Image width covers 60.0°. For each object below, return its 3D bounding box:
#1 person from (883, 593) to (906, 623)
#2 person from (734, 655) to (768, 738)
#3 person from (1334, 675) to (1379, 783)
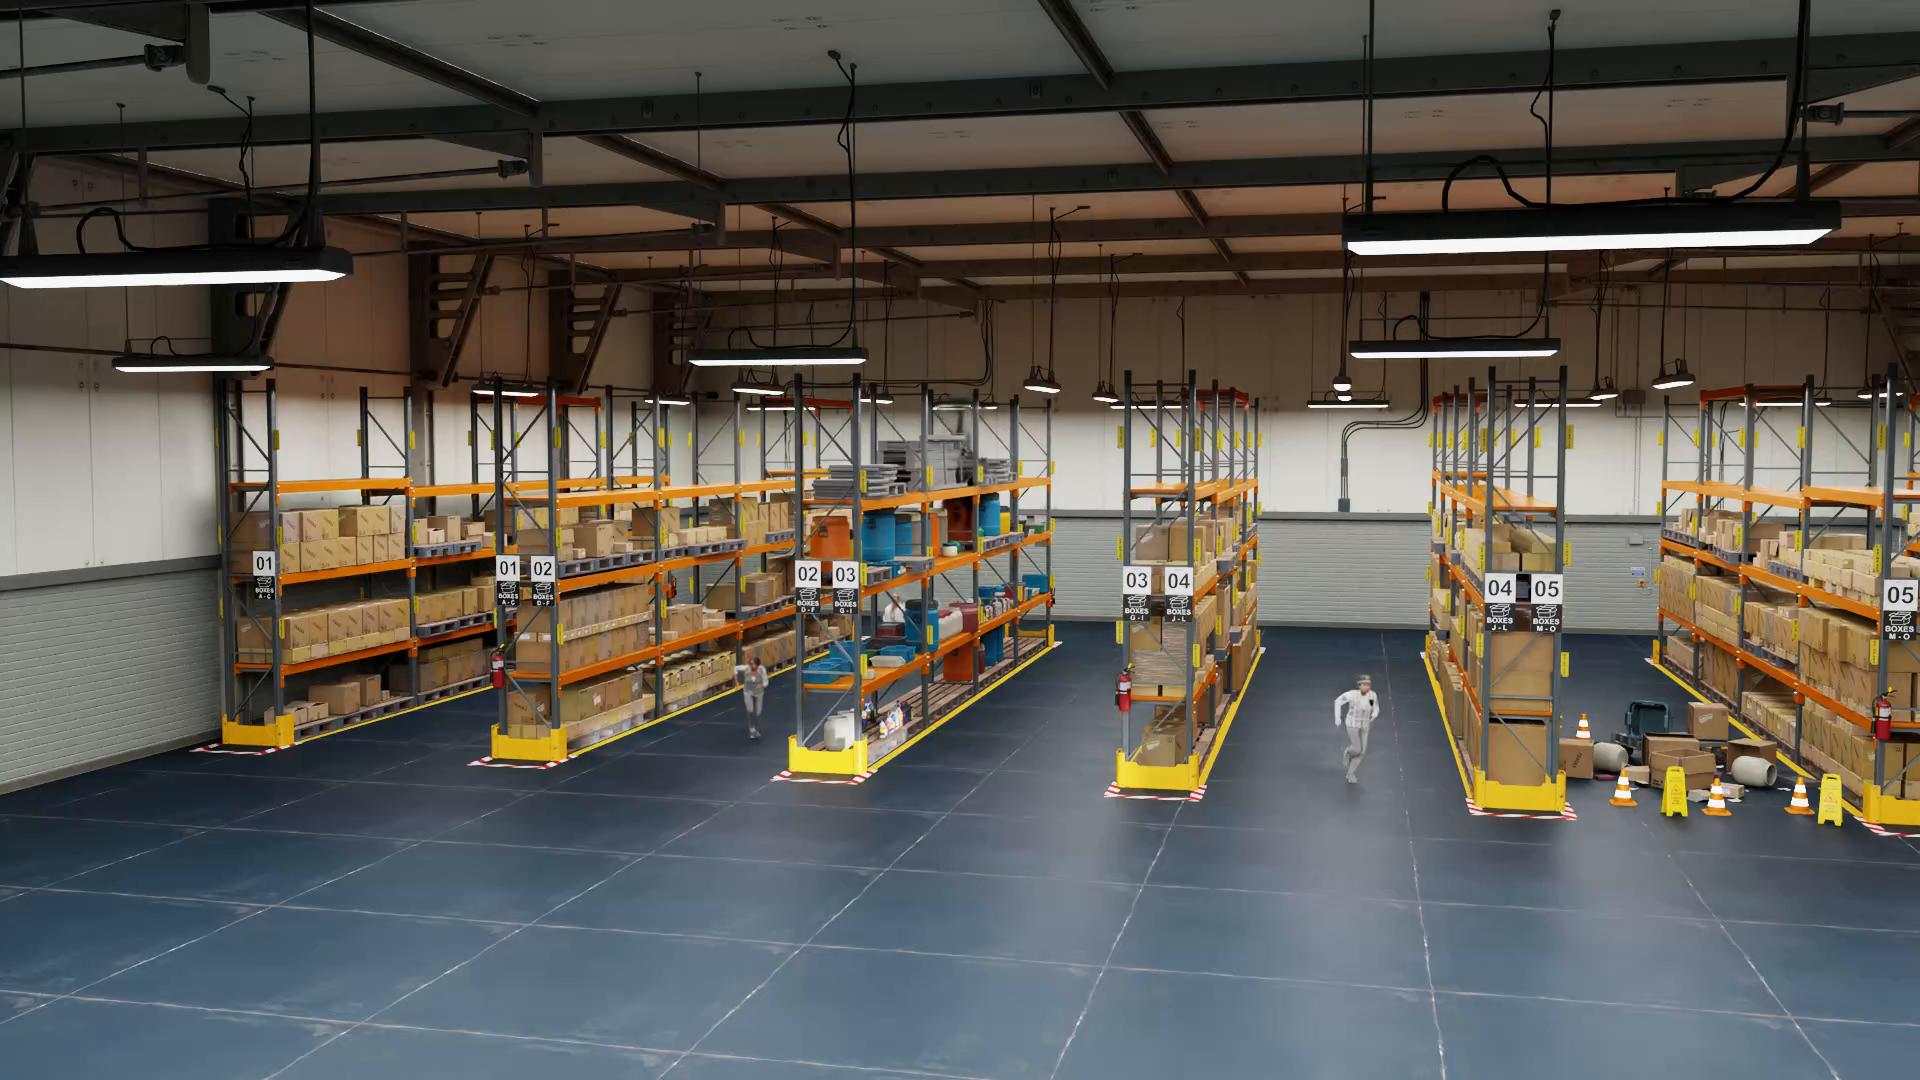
[{"bbox_3d":[-1.333,1.997,35.081,0.705,1.750,0.686,1,4,21],"label":"person"},{"bbox_3d":[-3.479,2.607,27.714,0.569,1.436,0.867,0,3,-8],"label":"person"},{"bbox_3d":[5.823,2.752,24.291,0.604,1.616,0.669,-1,4,-14],"label":"person"}]
